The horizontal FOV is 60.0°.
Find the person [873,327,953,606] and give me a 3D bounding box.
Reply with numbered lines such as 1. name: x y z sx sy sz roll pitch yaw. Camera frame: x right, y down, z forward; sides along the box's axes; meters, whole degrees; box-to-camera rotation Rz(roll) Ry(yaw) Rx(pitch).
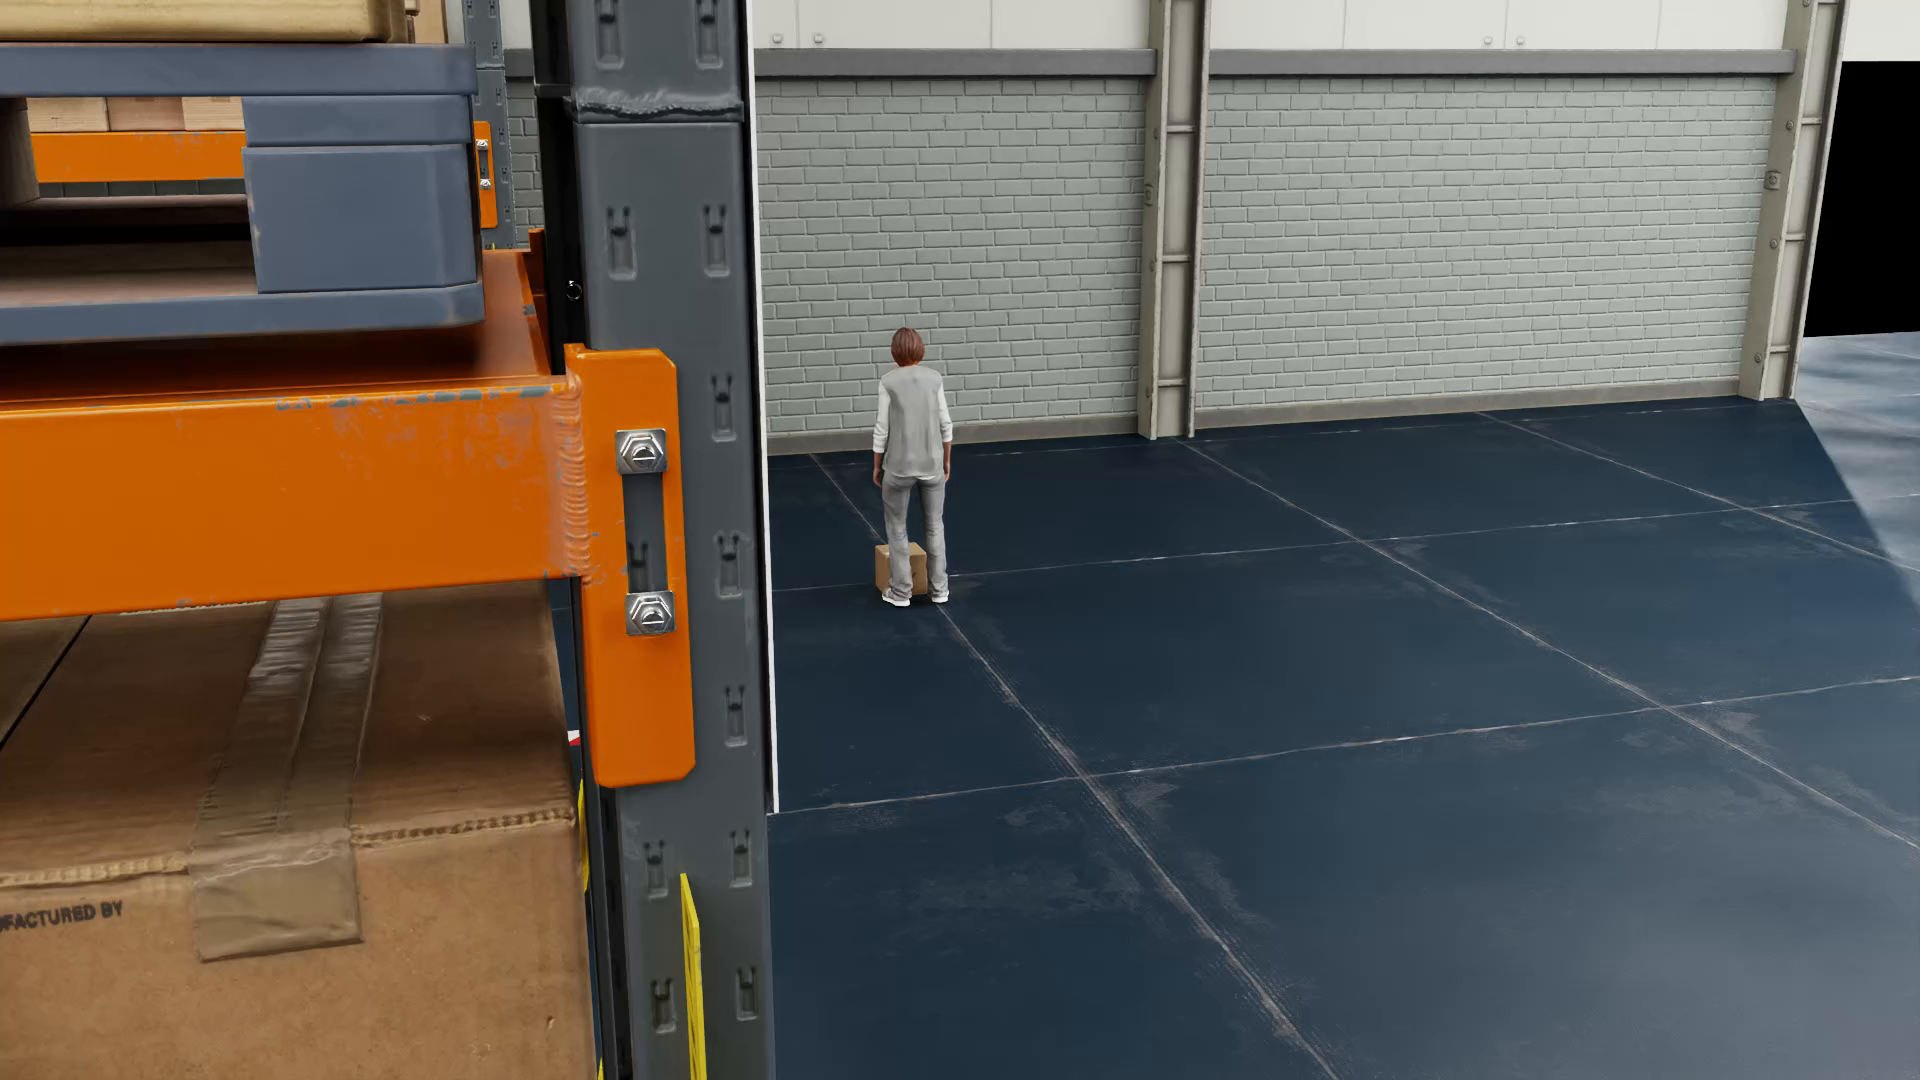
1. person: -0.268 -0.403 9.434 0.460 1.593 0.344 -4 17 -15
